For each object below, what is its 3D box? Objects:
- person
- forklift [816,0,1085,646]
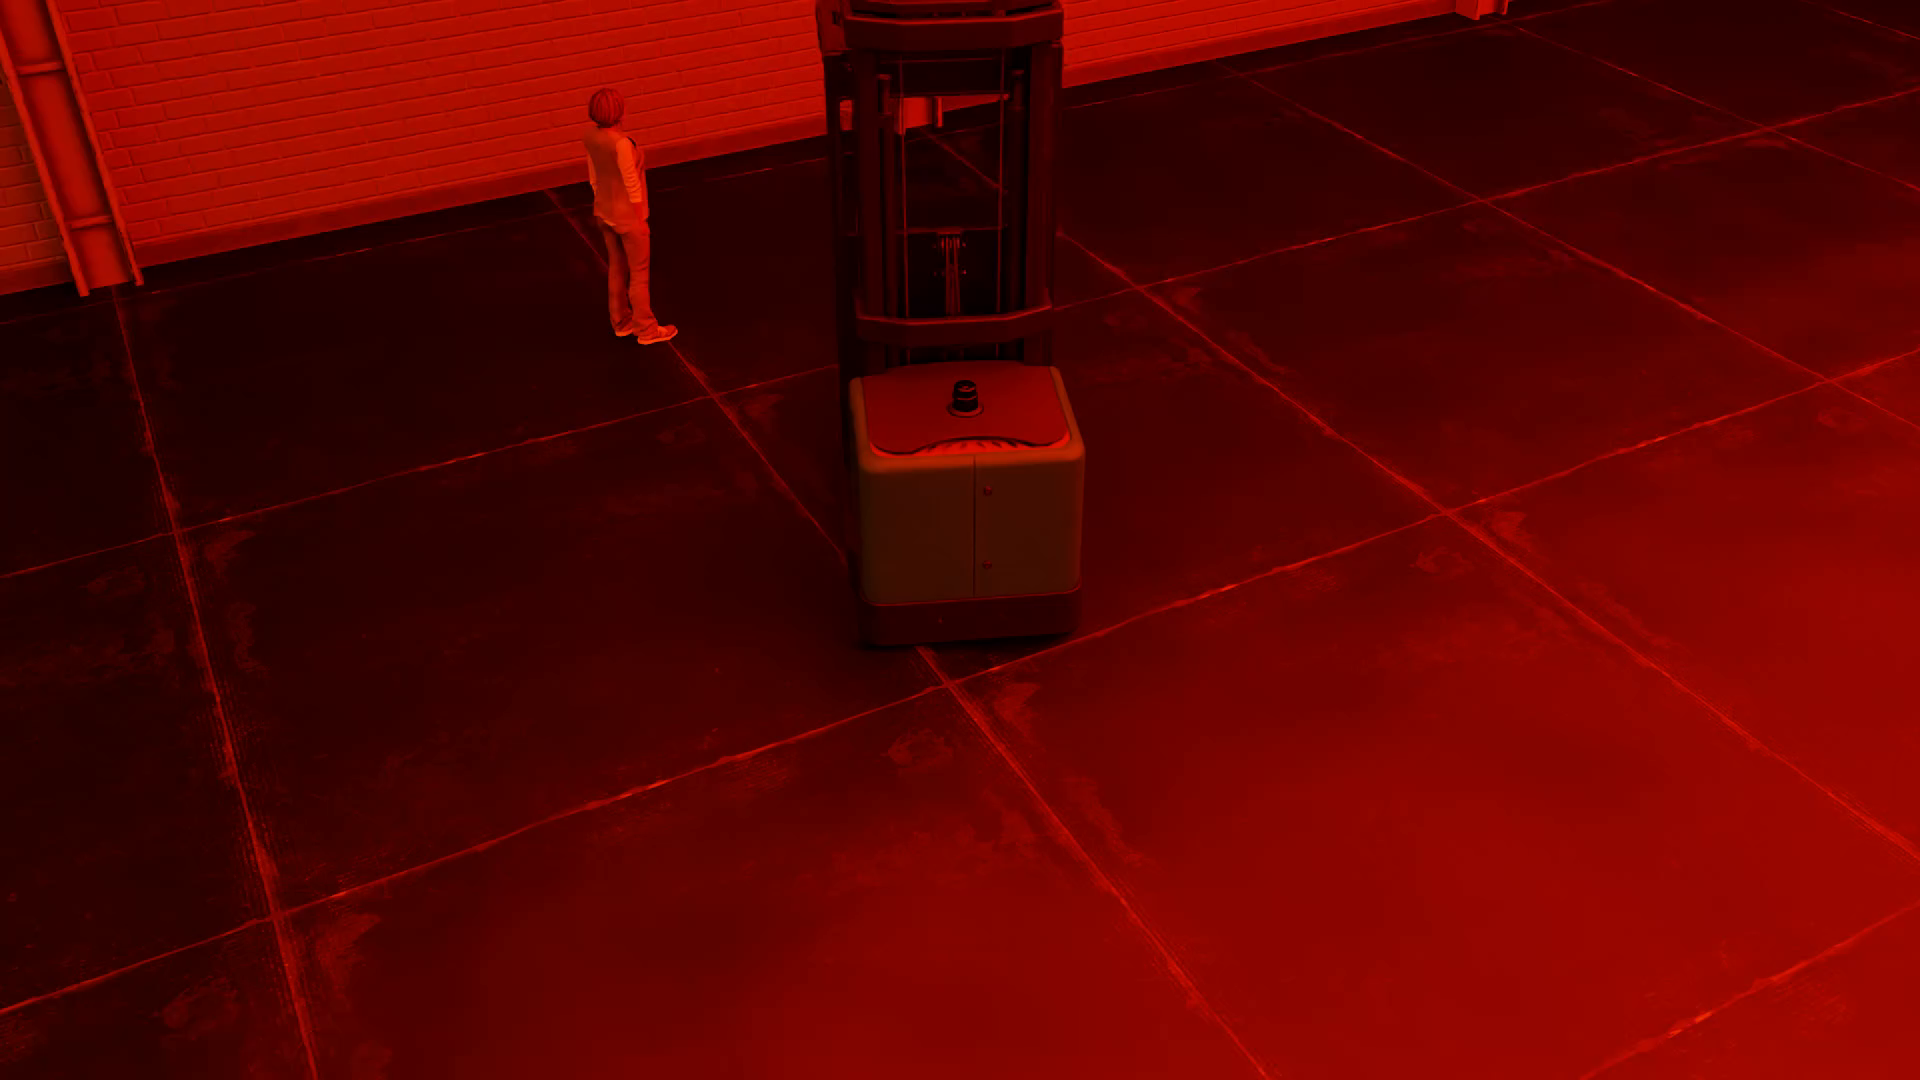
[{"bbox_3d":[-2.025,-1.948,10.034,0.410,1.602,0.328,25,42,30],"label":"person"},{"bbox_3d":[-0.106,-1.535,8.294,1.130,2.935,3.031,-4,35,-5],"label":"forklift"}]
